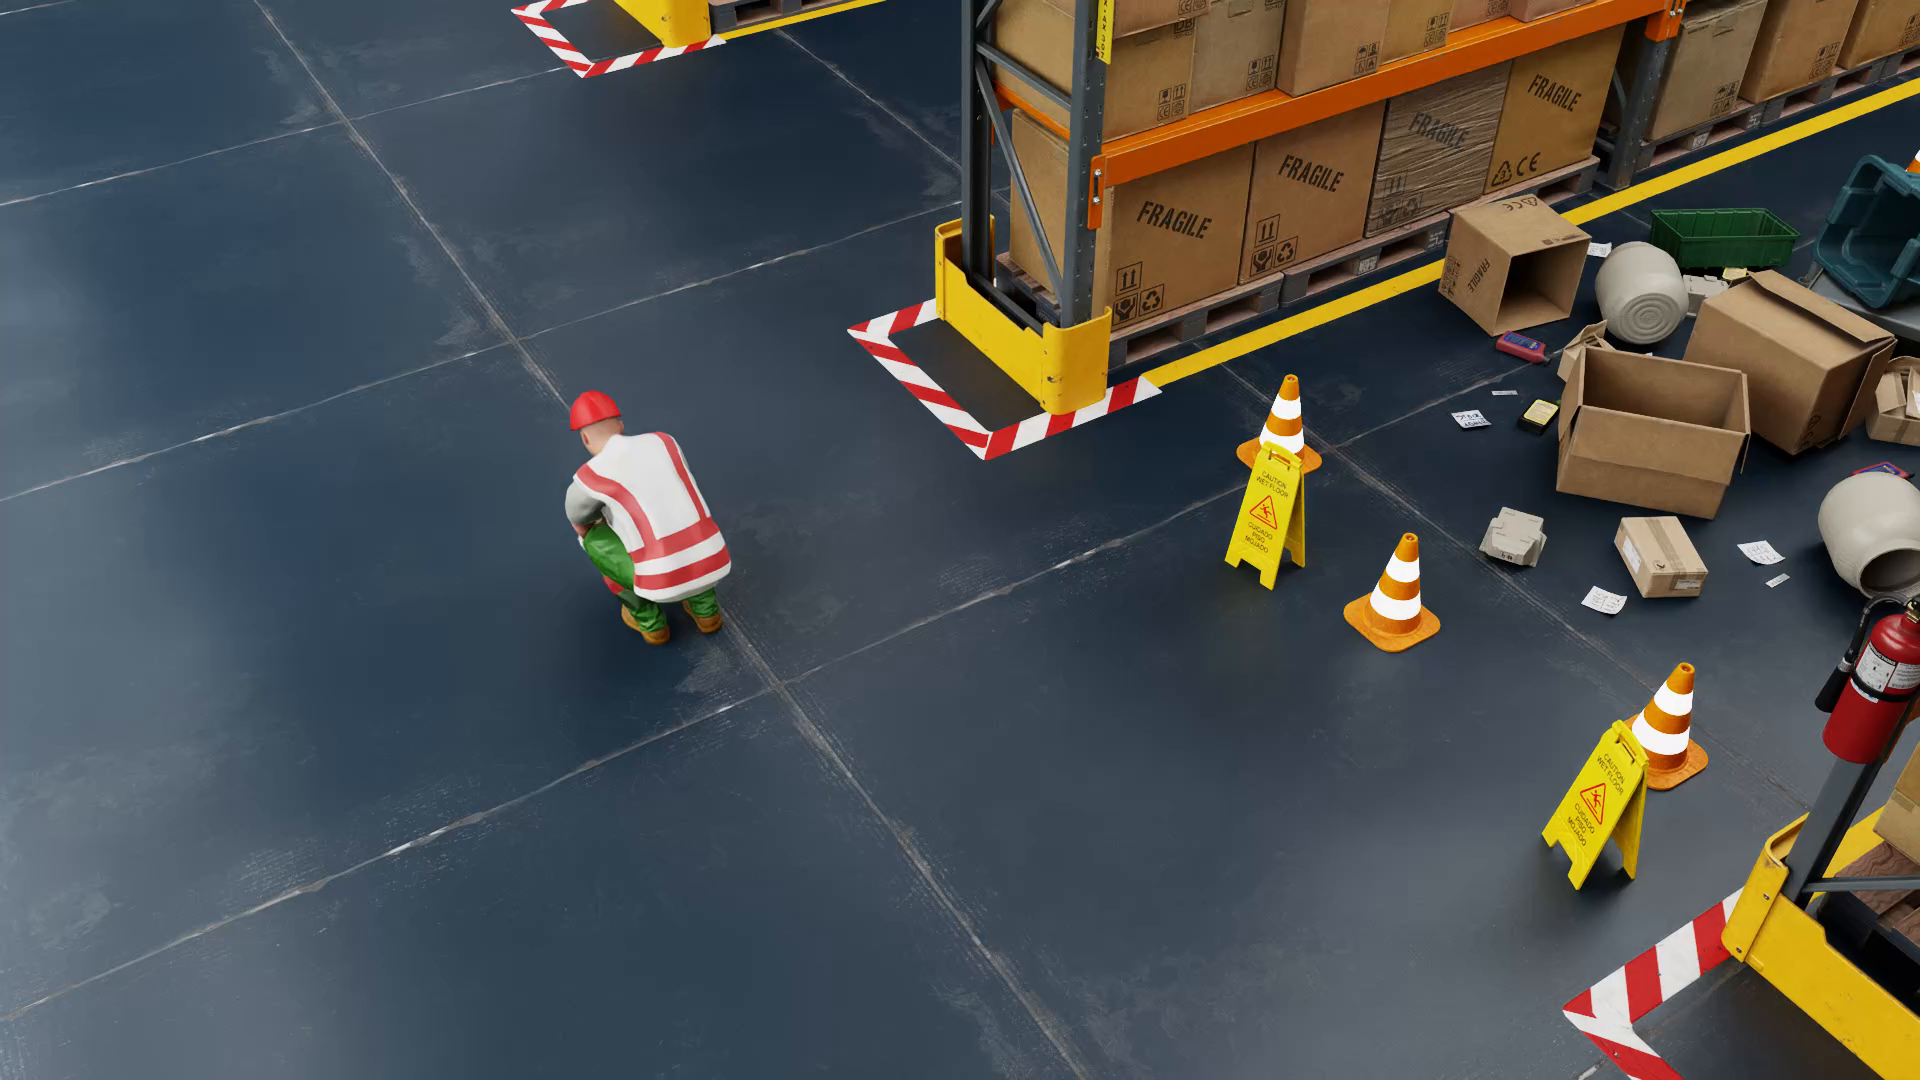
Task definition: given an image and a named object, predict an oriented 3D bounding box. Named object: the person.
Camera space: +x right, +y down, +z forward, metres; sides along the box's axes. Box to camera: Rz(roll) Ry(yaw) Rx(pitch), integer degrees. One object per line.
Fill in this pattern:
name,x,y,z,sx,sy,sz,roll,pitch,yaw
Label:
person,-1.304,-0.079,6.850,0.568,0.995,0.860,-22,45,-24
